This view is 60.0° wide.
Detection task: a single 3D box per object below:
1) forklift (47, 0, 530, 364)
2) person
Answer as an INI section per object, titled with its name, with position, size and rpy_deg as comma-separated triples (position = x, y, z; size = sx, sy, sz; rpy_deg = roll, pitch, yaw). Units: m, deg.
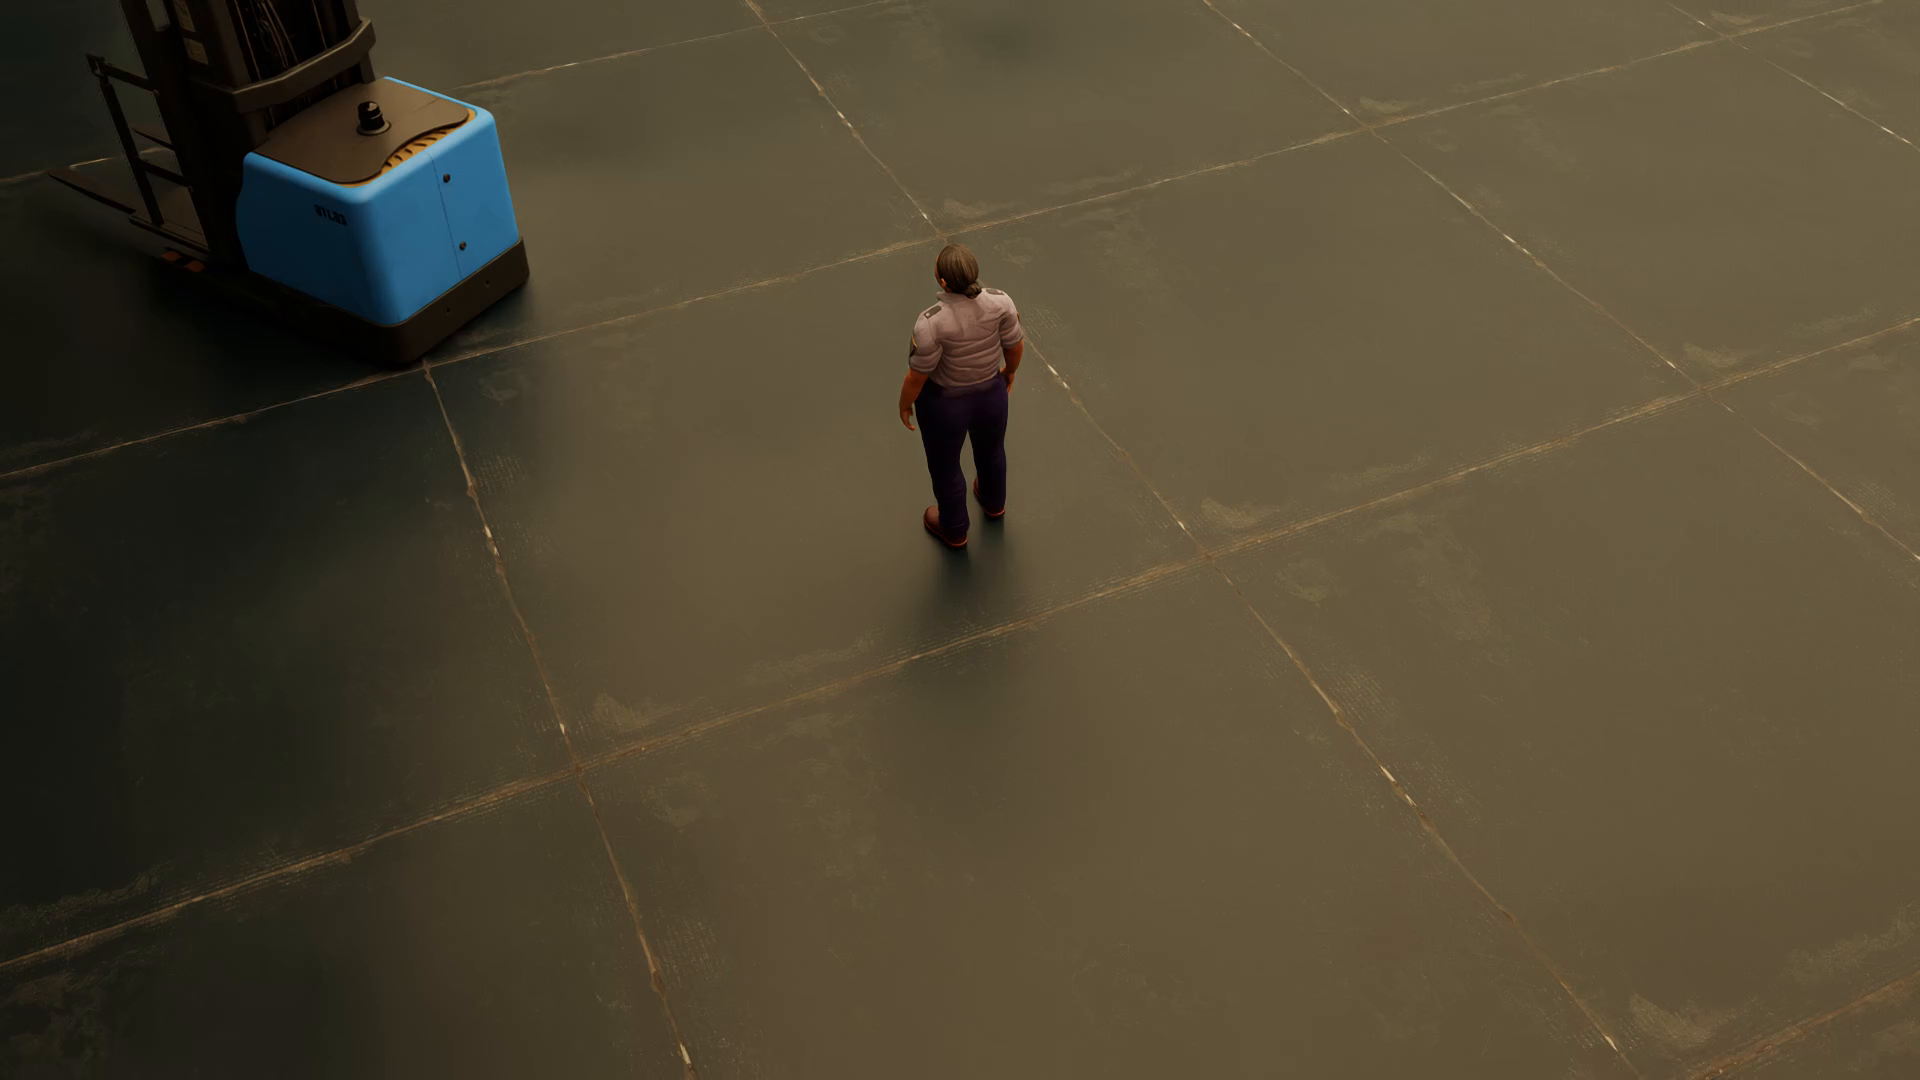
[forklift]
position = -3.938, -2.752, 8.629
size = 3.031, 2.935, 1.130
rpy_deg = 22, 47, 22
[person]
position = -0.017, -0.670, 7.327
size = 0.598, 1.651, 0.503
rpy_deg = -18, 46, -18
